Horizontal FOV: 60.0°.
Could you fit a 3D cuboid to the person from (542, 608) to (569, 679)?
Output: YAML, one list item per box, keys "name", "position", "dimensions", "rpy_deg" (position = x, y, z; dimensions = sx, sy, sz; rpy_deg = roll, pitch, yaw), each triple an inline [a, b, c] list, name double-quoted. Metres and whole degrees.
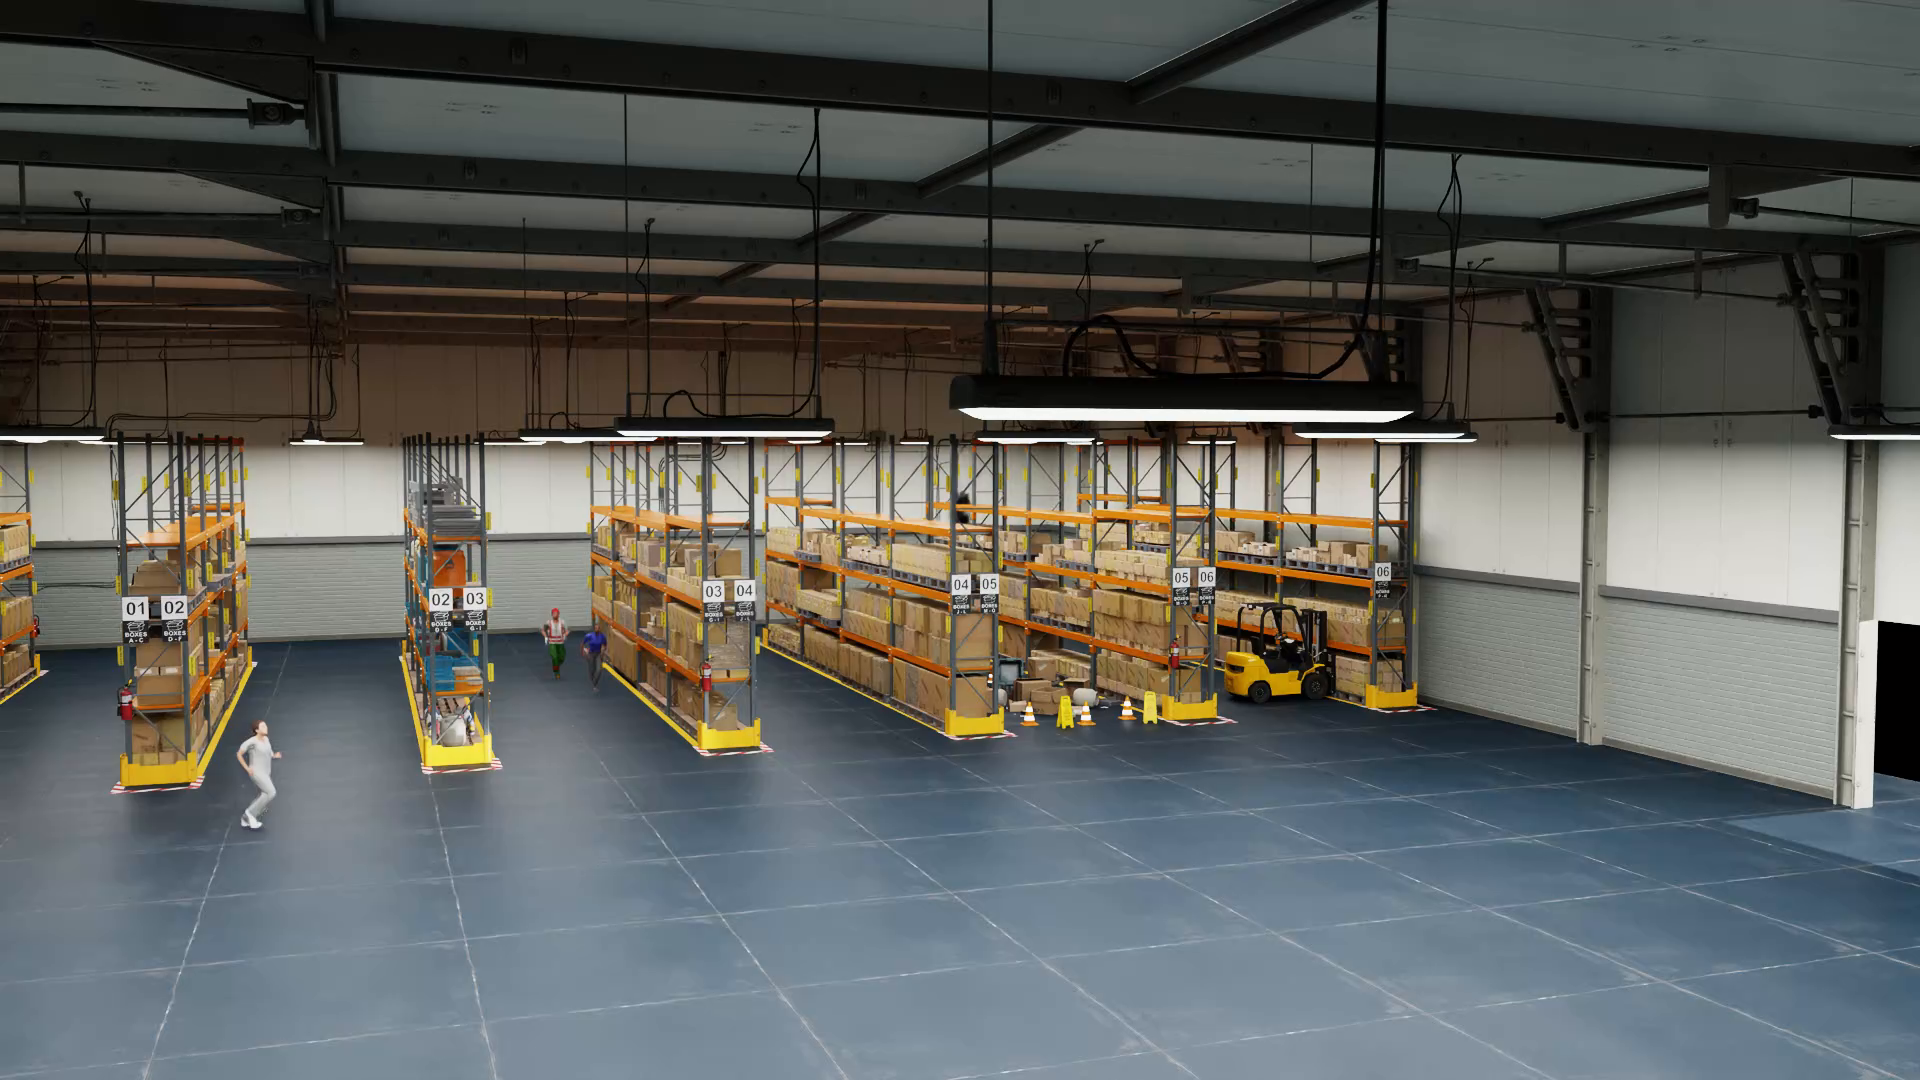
- name: "person"
  position: [-10.031, 2.562, 41.261]
  dimensions: [0.651, 1.747, 0.692]
  rpy_deg: [-1, 3, -22]

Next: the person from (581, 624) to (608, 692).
- name: "person"
  position: [-8.623, 2.774, 39.250]
  dimensions: [0.611, 1.600, 0.664]
  rpy_deg: [-1, 3, -23]

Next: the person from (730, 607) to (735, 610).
- name: "person"
  position: [-6.325, 2.284, 46.576]
  dimensions: [0.697, 1.734, 0.602]
  rpy_deg: [-1, 3, -13]

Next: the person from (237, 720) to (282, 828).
- name: "person"
  position: [-10.504, 3.512, 24.967]
  dimensions: [0.628, 1.629, 0.564]
  rpy_deg: [0, 3, 9]
